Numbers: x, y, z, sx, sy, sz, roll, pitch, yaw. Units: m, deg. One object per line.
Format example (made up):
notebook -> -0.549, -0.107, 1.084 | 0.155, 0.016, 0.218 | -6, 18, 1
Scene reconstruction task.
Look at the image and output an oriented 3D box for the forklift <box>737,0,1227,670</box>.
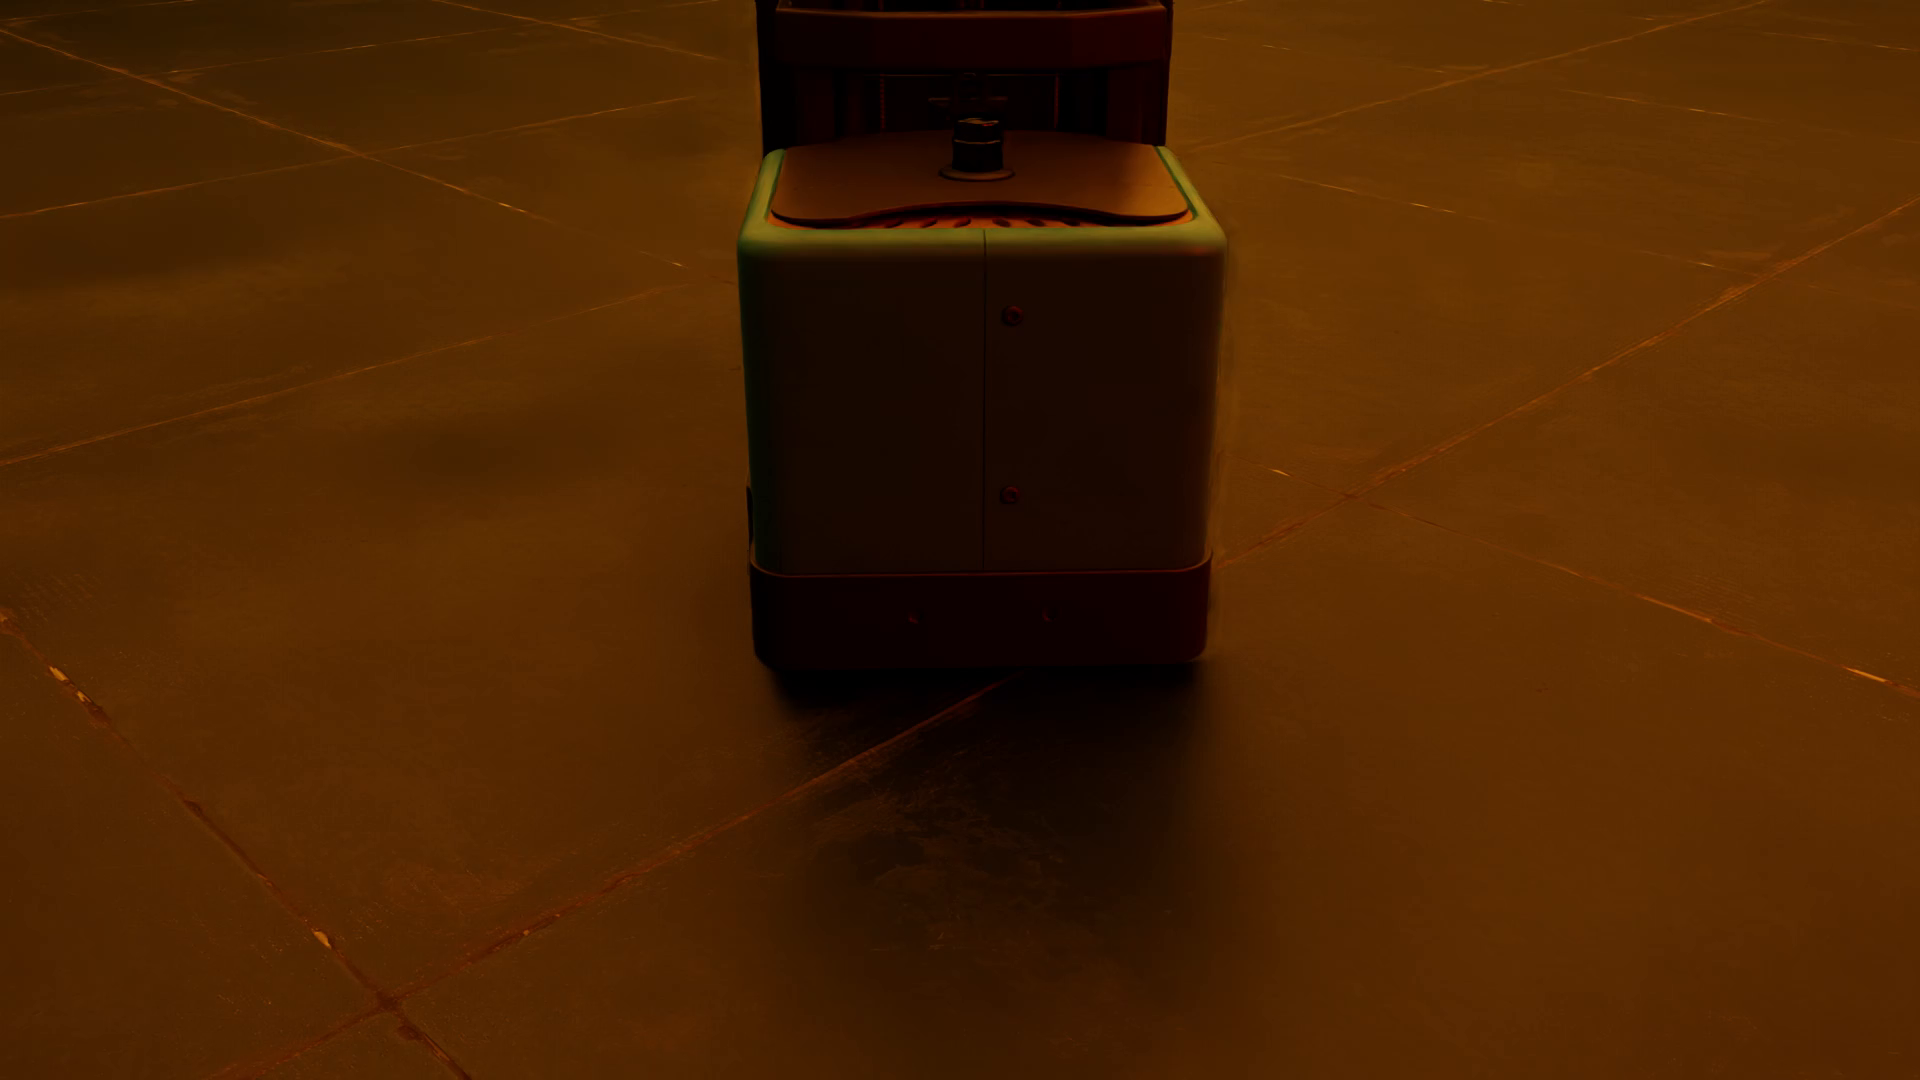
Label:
forklift -> 0.003, -1.627, 4.531 | 1.130, 2.935, 3.031 | -1, 26, -2
